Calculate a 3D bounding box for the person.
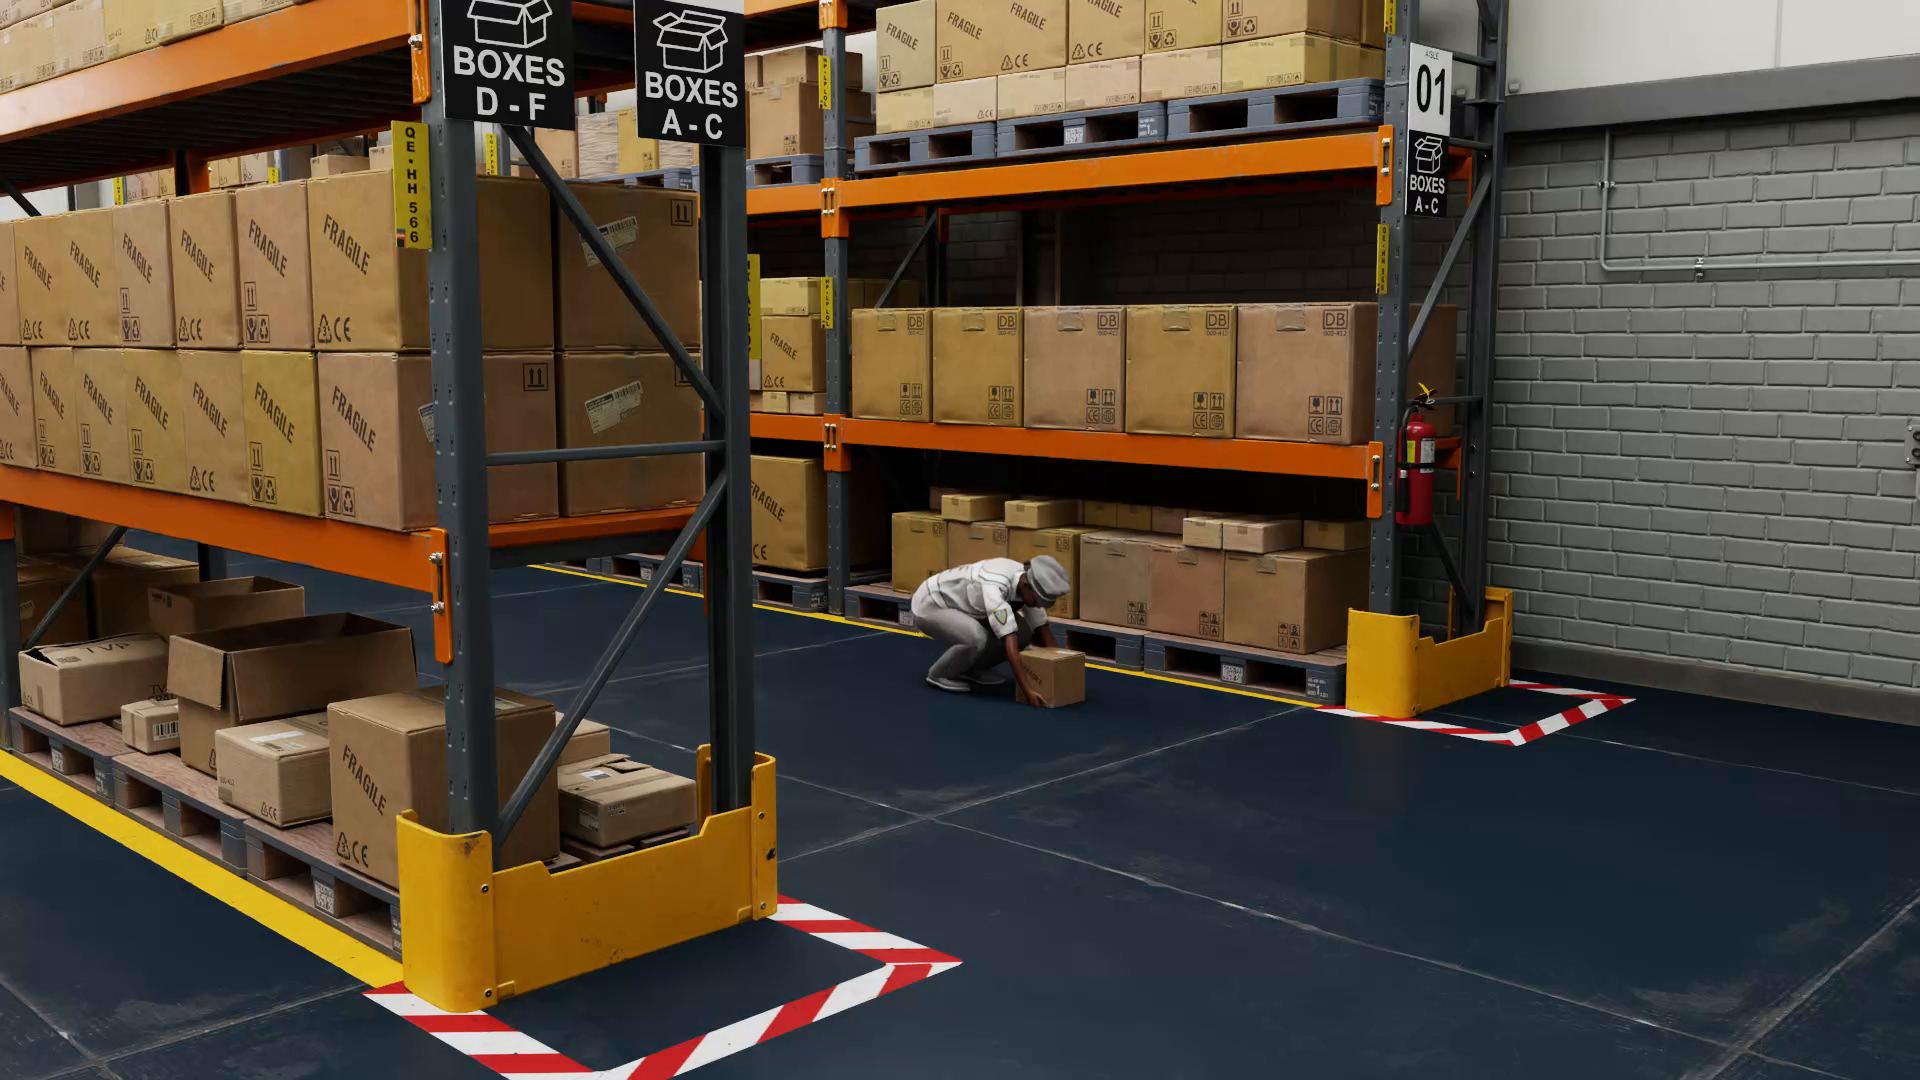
[{"bbox_3d":[0.177,0.452,8.633,0.949,0.793,0.469,6,10,42],"label":"person"}]
